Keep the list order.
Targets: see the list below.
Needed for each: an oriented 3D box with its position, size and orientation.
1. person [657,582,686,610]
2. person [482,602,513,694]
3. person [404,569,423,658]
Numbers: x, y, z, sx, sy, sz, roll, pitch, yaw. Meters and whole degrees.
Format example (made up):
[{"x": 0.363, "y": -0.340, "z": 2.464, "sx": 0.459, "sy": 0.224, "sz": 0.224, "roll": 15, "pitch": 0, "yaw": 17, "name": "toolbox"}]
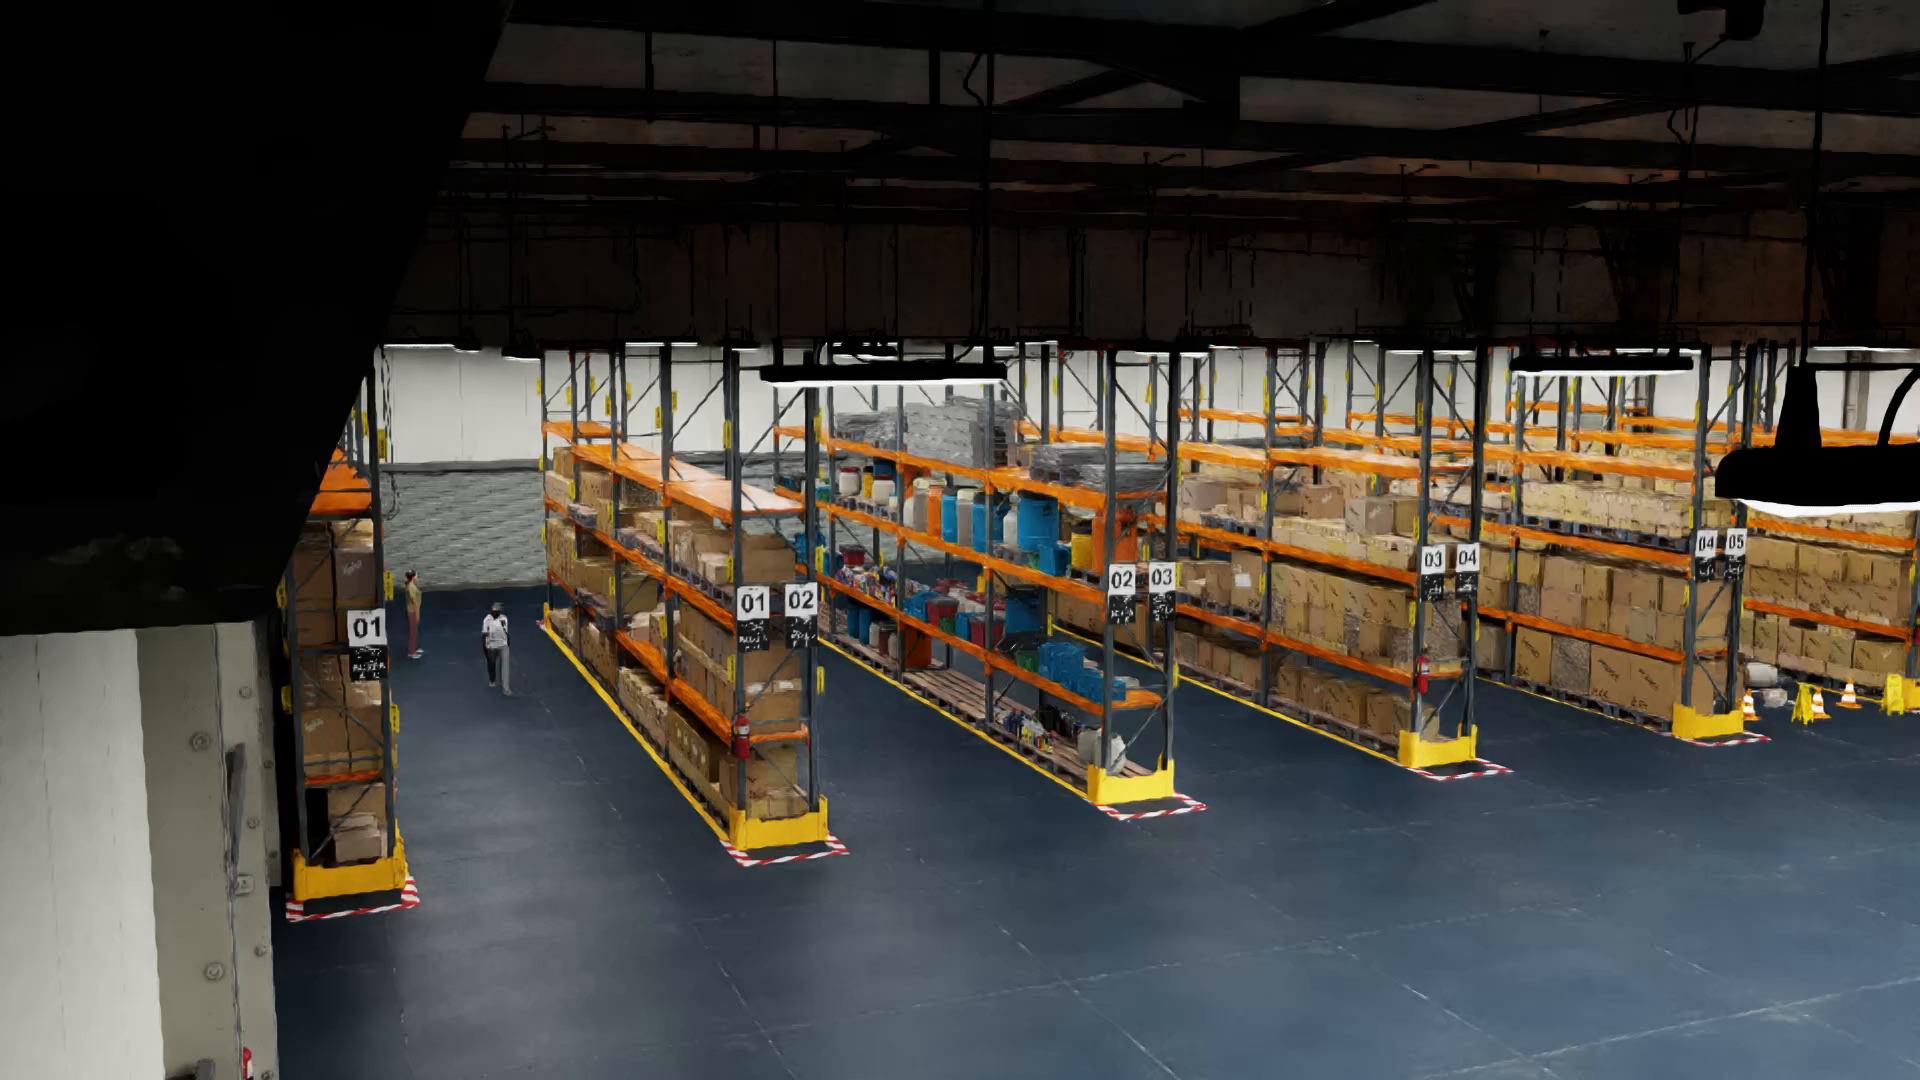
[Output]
[{"x": -5.666, "y": 1.302, "z": 32.665, "sx": 0.592, "sy": 1.604, "sz": 0.518, "roll": -4, "pitch": 8, "yaw": -25, "name": "person"}, {"x": -7.959, "y": 1.820, "z": 28.552, "sx": 0.456, "sy": 1.589, "sz": 1.088, "roll": -3, "pitch": 8, "yaw": -20, "name": "person"}, {"x": -10.387, "y": 1.375, "z": 31.615, "sx": 0.385, "sy": 1.678, "sz": 0.590, "roll": -4, "pitch": 9, "yaw": -31, "name": "person"}]
